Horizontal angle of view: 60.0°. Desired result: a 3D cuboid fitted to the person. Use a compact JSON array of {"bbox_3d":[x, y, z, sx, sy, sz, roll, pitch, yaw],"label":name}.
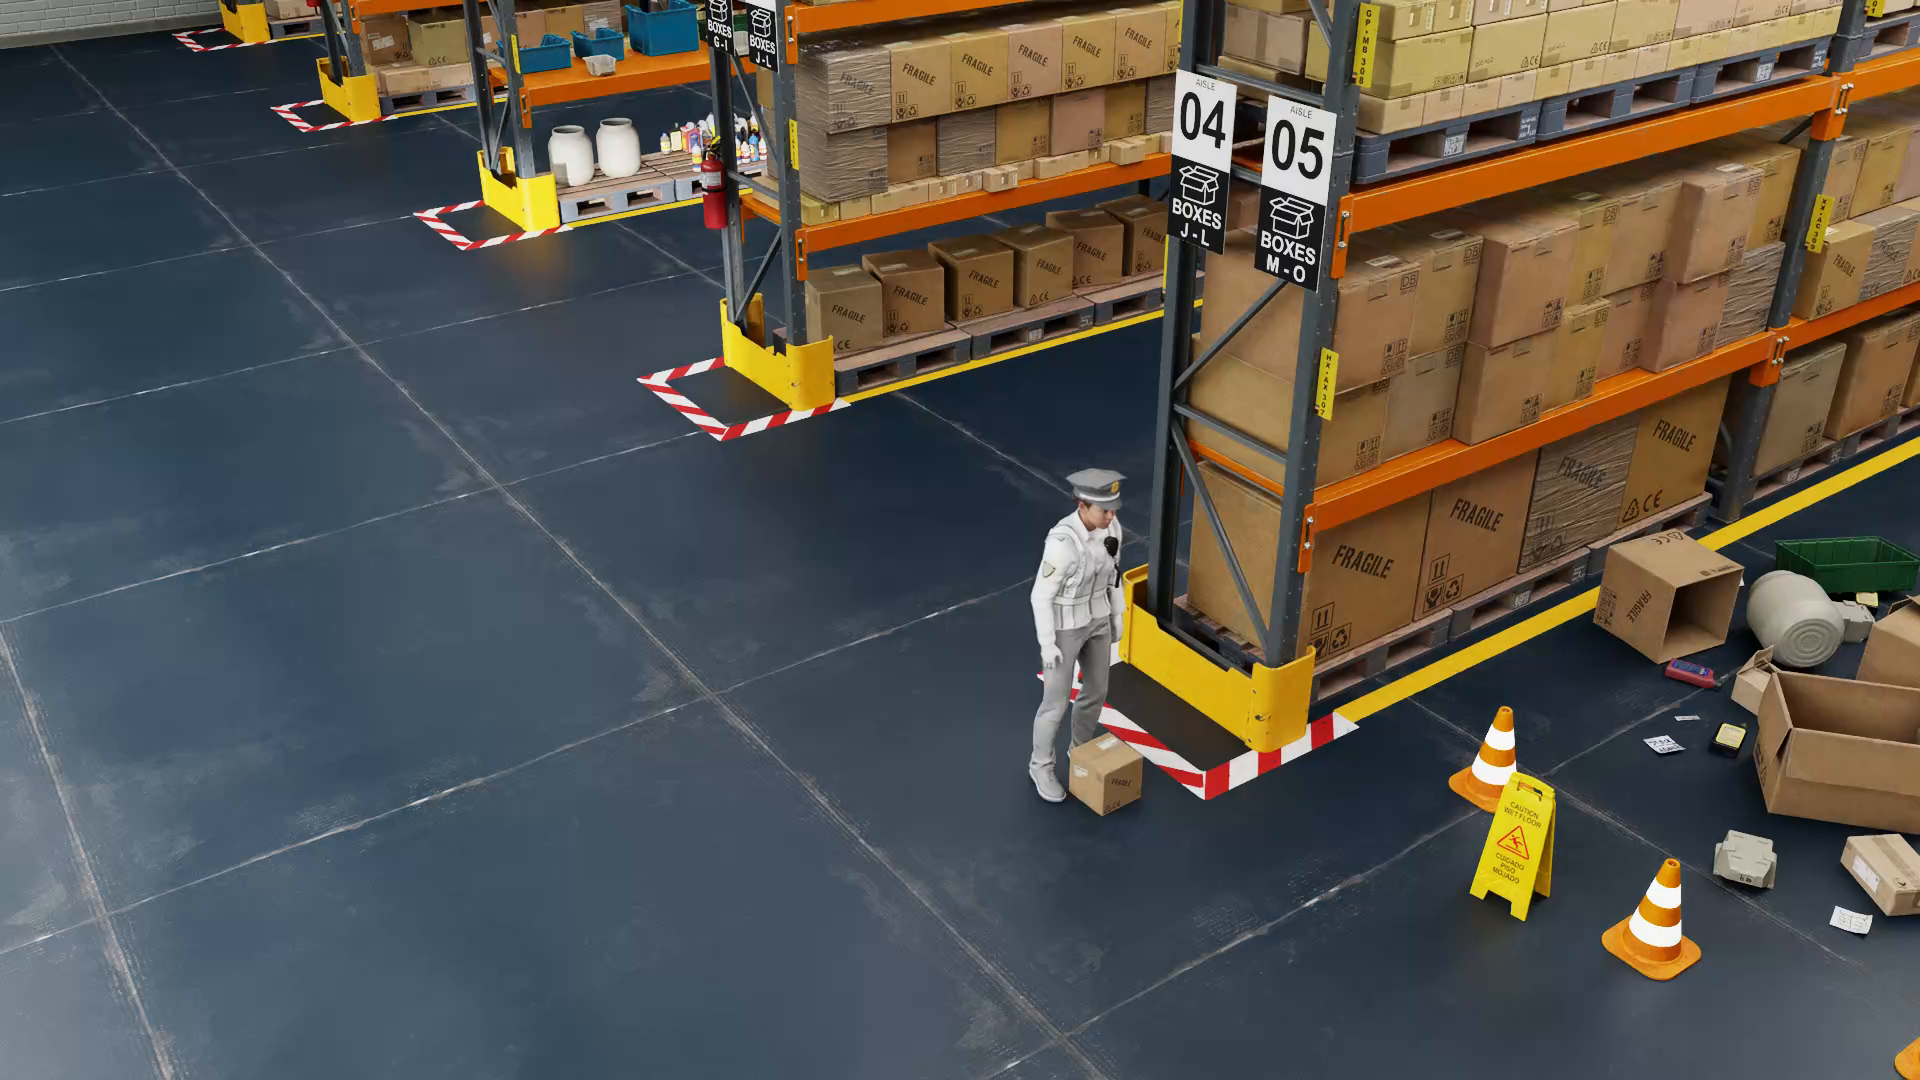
[{"bbox_3d":[0.566,0.414,7.863,0.547,1.666,0.370,-21,35,-33],"label":"person"}]
